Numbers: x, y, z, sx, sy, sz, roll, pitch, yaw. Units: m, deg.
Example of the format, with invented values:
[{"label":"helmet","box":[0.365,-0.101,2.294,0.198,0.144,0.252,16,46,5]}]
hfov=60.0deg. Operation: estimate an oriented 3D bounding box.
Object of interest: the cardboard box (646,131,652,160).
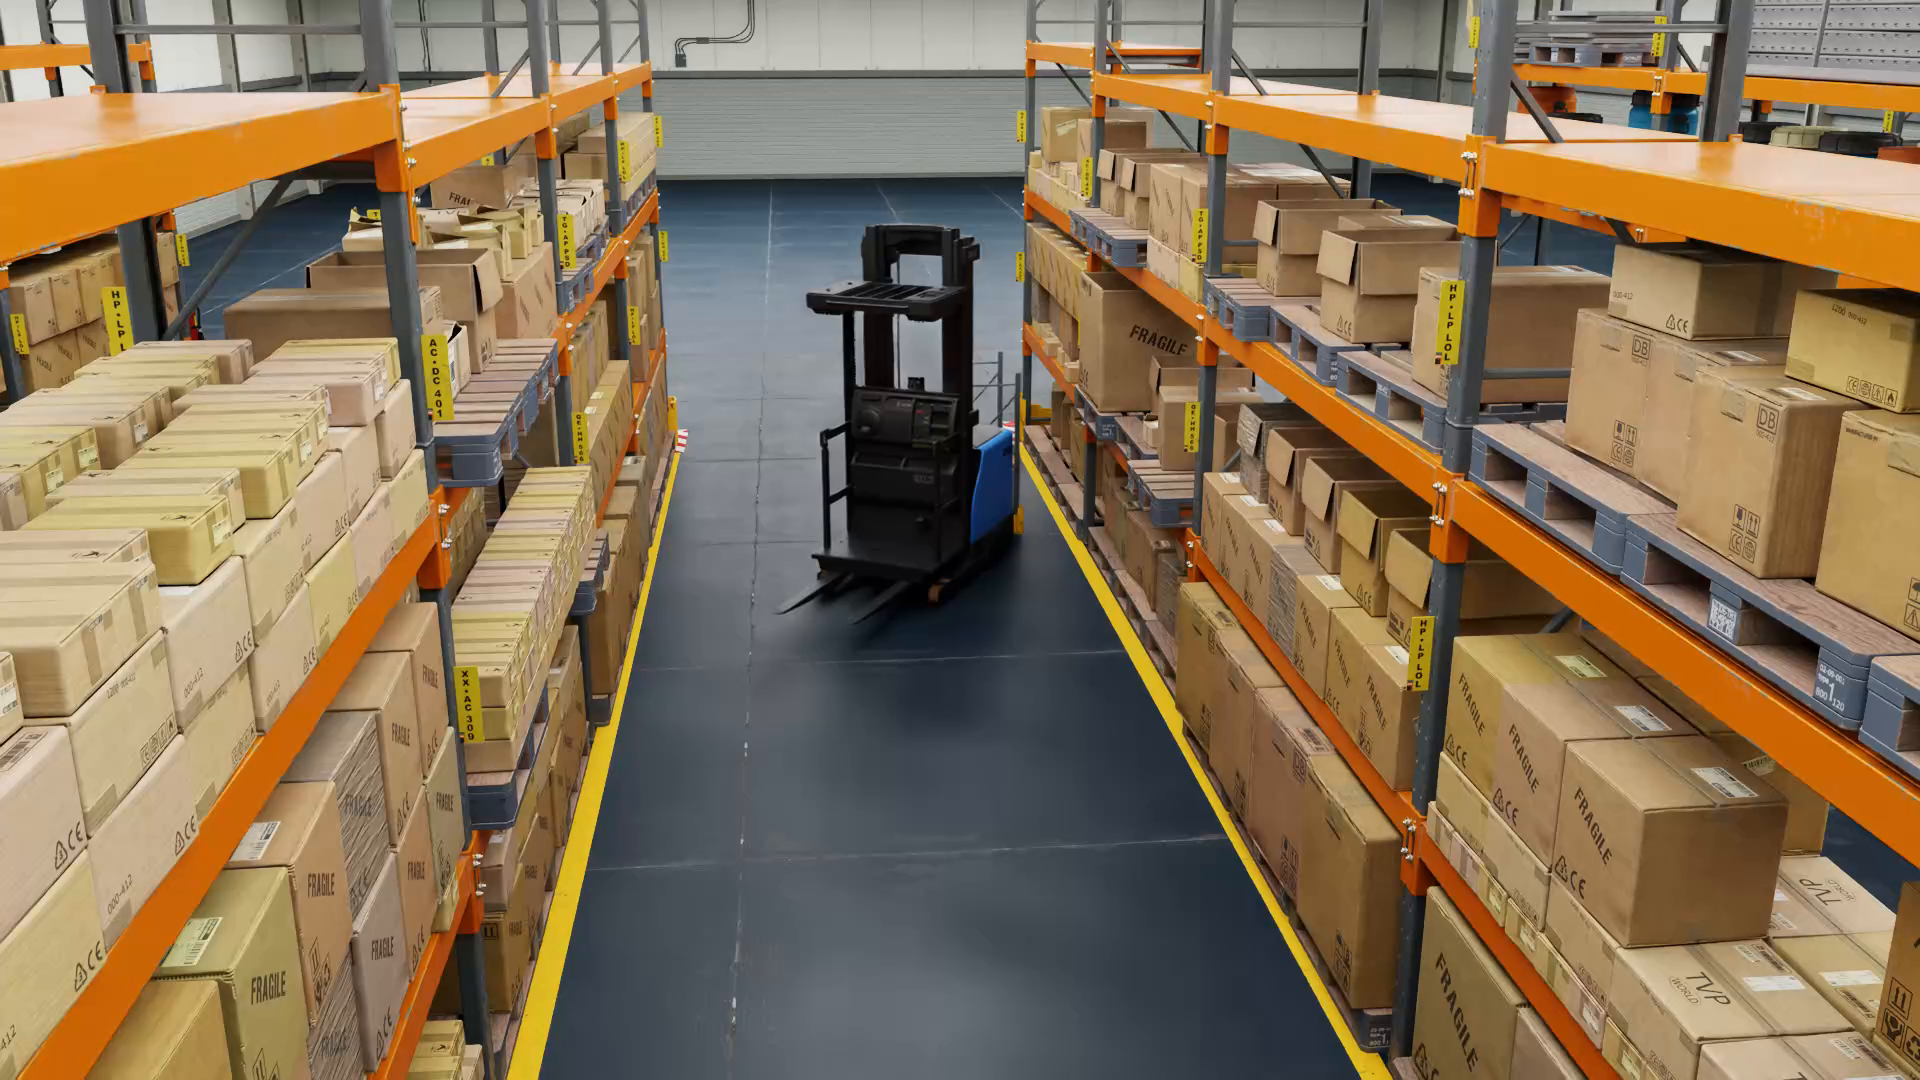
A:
[{"label":"cardboard box","box":[-3.359,-3.950,16.628,0.500,0.250,0.500,-2,18,-6]}]

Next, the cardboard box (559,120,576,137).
[{"label":"cardboard box","box":[-3.891,-3.938,15.925,0.380,0.149,0.250,-2,18,-6]}]

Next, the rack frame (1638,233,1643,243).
[{"label":"rack frame","box":[6.544,-1.571,15.172,1.000,3.000,0.127,-2,18,-6]}]

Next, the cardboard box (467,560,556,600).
[{"label":"cardboard box","box":[-2.218,0.208,8.232,0.380,0.149,0.250,-1,17,-4]}]

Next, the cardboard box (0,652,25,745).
[{"label":"cardboard box","box":[-1.904,0.312,2.917,0.380,0.149,0.250,-1,17,-3]}]

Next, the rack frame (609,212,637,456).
[{"label":"rack frame","box":[-3.326,-1.295,14.293,1.000,3.000,0.127,-2,18,-6]}]

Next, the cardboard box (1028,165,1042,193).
[{"label":"cardboard box","box":[0.998,-3.817,17.571,0.500,0.250,0.500,-1,17,-4]}]

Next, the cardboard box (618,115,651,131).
[{"label":"cardboard box","box":[-3.316,-4.185,16.713,0.380,0.149,0.250,-1,17,-5]}]

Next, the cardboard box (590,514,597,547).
[{"label":"cardboard box","box":[-2.405,-0.051,10.048,0.380,0.149,0.250,-1,17,-5]}]

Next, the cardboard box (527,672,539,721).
[{"label":"cardboard box","box":[-2.140,0.720,7.595,0.380,0.149,0.250,-2,18,-5]}]

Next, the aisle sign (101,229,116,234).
[{"label":"aisle sign","box":[-8.967,-3.552,17.145,0.394,0.787,0.004,-2,18,-6]}]

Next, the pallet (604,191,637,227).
[{"label":"pallet","box":[-3.400,-2.927,14.634,1.003,0.211,1.213,-2,18,-6]}]

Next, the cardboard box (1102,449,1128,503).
[{"label":"cardboard box","box":[1.616,-0.546,15.380,0.500,0.500,0.500,-2,18,-7]}]

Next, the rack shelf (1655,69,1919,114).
[{"label":"rack shelf","box":[6.751,-3.303,12.543,1.077,0.370,4.000,-2,18,-6]}]

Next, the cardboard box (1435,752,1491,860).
[{"label":"cardboard box","box":[2.231,1.044,6.599,0.500,0.250,0.500,-2,18,-7]}]

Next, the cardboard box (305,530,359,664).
[{"label":"cardboard box","box":[-2.089,0.168,4.878,0.500,0.250,0.500,-2,18,-6]}]

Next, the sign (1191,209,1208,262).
[{"label":"sign","box":[1.491,-1.888,10.311,0.100,0.325,0.005,-2,18,-6]}]

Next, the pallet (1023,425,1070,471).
[{"label":"pallet","box":[1.262,-1.013,18.052,1.003,0.211,1.213,-2,18,-6]}]

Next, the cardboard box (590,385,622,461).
[{"label":"cardboard box","box":[-2.902,-0.894,12.850,0.500,0.500,0.500,-2,17,-5]}]

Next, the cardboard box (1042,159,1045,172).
[{"label":"cardboard box","box":[1.040,-3.835,16.962,0.380,0.149,0.250,-1,17,-3]}]

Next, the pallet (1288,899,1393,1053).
[{"label":"pallet","box":[2.288,2.069,8.235,1.003,0.211,1.213,-2,18,-6]}]

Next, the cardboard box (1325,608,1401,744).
[{"label":"cardboard box","box":[2.079,0.640,7.965,0.500,0.500,0.500,-1,17,-4]}]

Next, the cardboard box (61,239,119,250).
[{"label":"cardboard box","box":[-8.337,-2.673,16.352,0.700,0.500,0.500,-2,18,-5]}]

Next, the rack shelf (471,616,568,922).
[{"label":"rack shelf","box":[-2.707,0.836,8.706,1.077,0.370,4.000,-2,18,-6]}]

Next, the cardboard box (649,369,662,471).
[{"label":"cardboard box","box":[-3.510,-1.211,16.872,0.875,0.875,0.875,-2,18,-7]}]

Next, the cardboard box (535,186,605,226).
[{"label":"cardboard box","box":[-2.980,-2.541,12.638,0.500,0.250,0.500,-2,18,-6]}]

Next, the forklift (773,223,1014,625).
[{"label":"forklift","box":[-0.542,-1.013,13.509,1.130,2.935,3.031,7,19,21]}]

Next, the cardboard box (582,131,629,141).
[{"label":"cardboard box","box":[-3.053,-3.429,14.305,0.380,0.149,0.250,-2,18,-6]}]

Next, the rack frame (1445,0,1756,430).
[{"label":"rack frame","box":[2.443,-1.896,6.194,1.000,3.000,0.127,-2,18,-6]}]

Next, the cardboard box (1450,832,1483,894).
[{"label":"cardboard box","box":[2.170,1.262,6.568,0.380,0.149,0.250,-2,18,-7]}]

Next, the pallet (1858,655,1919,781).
[{"label":"pallet","box":[2.769,0.548,3.564,1.003,0.211,1.213,-2,18,-6]}]

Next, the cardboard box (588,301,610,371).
[{"label":"cardboard box","box":[-3.269,-1.672,13.657,0.700,0.500,0.500,-2,18,-7]}]

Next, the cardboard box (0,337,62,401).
[{"label":"cardboard box","box":[-8.007,-1.441,14.095,0.500,0.500,0.500,-2,18,-6]}]

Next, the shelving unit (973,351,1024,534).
[{"label":"shelving unit","box":[0.228,-0.924,15.617,0.587,1.500,1.083,-2,18,-7]}]

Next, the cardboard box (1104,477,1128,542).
[{"label":"cardboard box","box":[1.660,-0.251,14.409,0.700,0.500,0.500,-3,18,-10]}]

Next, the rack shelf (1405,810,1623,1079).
[{"label":"rack shelf","box":[2.649,1.905,5.303,1.077,0.370,4.000,-2,18,-6]}]

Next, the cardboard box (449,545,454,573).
[{"label":"cardboard box","box":[-2.951,0.135,8.962,0.380,0.149,0.250,-2,18,-6]}]

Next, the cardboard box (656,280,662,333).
[{"label":"cardboard box","box":[-3.655,-2.449,17.718,0.875,0.550,0.550,-2,18,-6]}]

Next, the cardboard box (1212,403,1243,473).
[{"label":"cardboard box","box":[1.935,-0.634,11.319,0.500,0.500,0.500,-4,18,-12]}]

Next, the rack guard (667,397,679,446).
[{"label":"rack guard","box":[-3.741,-1.301,18.486,1.175,0.500,0.348,-2,18,-6]}]

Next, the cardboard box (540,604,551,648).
[{"label":"cardboard box","box":[-2.197,0.423,8.043,0.380,0.149,0.250,-1,17,-3]}]

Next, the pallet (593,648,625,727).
[{"label":"pallet","box":[-2.920,0.990,11.670,1.003,0.211,1.213,-2,18,-6]}]

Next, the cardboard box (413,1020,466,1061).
[{"label":"cardboard box","box":[-2.205,2.063,6.664,0.380,0.149,0.250,-1,17,-4]}]

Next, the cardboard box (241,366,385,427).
[{"label":"cardboard box","box":[-2.092,-0.465,5.392,0.380,0.149,0.250,-2,18,-6]}]

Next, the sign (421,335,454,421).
[{"label":"sign","box":[-1.962,-0.608,6.235,0.100,0.325,0.005,-2,18,-6]}]

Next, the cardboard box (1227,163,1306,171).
[{"label":"cardboard box","box":[2.130,-2.392,11.779,0.500,0.500,0.500,-2,18,-7]}]

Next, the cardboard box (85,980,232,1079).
[{"label":"cardboard box","box":[-1.929,1.322,3.626,0.500,0.500,0.500,-1,17,-4]}]

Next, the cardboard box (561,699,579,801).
[{"label":"cardboard box","box":[-2.536,1.232,9.716,0.500,0.500,0.500,-1,17,-3]}]

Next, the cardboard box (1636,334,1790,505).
[{"label":"cardboard box","box":[2.635,-0.369,5.303,0.700,0.500,0.500,-1,17,-3]}]

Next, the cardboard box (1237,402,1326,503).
[{"label":"cardboard box","box":[2.090,-0.534,10.028,0.797,0.503,0.637,-1,17,-4]}]

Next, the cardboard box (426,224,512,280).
[{"label":"cardboard box","box":[-2.460,-1.452,8.341,0.396,0.266,0.258,-2,18,-6]}]

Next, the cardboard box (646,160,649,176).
[{"label":"cardboard box","box":[-3.262,-3.654,16.351,0.380,0.149,0.250,-2,18,-6]}]

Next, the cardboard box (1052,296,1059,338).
[{"label":"cardboard box","box":[1.414,-2.339,16.955,0.875,0.500,0.500,-2,18,-6]}]

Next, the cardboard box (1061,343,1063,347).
[{"label":"cardboard box","box":[1.214,-1.877,16.567,0.380,0.149,0.250,-2,18,-6]}]

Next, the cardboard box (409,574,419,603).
[{"label":"cardboard box","box":[-2.870,0.223,8.185,0.380,0.149,0.250,-3,18,-8]}]
